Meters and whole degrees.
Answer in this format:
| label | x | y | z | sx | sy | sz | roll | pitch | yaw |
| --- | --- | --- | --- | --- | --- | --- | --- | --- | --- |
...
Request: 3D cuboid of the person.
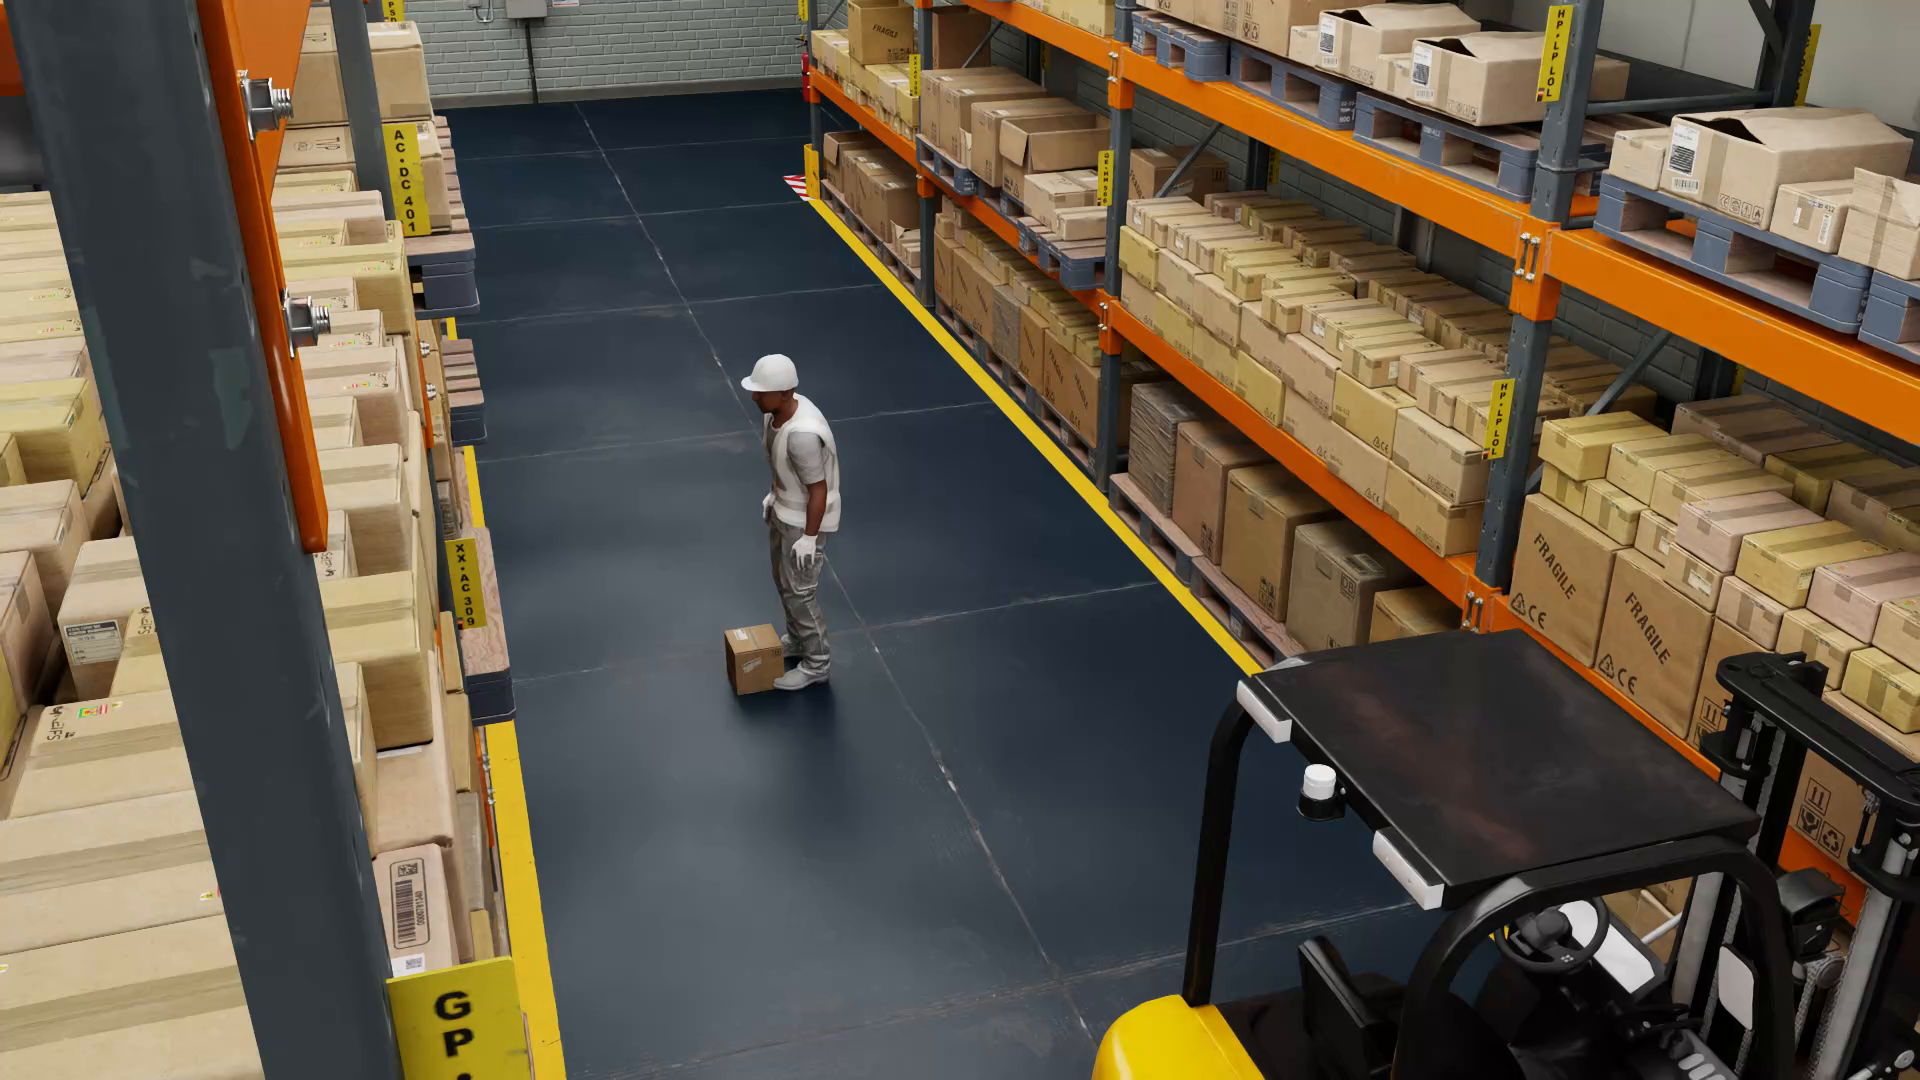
| label | x | y | z | sx | sy | sz | roll | pitch | yaw |
| --- | --- | --- | --- | --- | --- | --- | --- | --- | --- |
| person | -0.835 | -0.102 | 8.311 | 0.450 | 1.773 | 0.622 | -10 | 28 | -19 |
